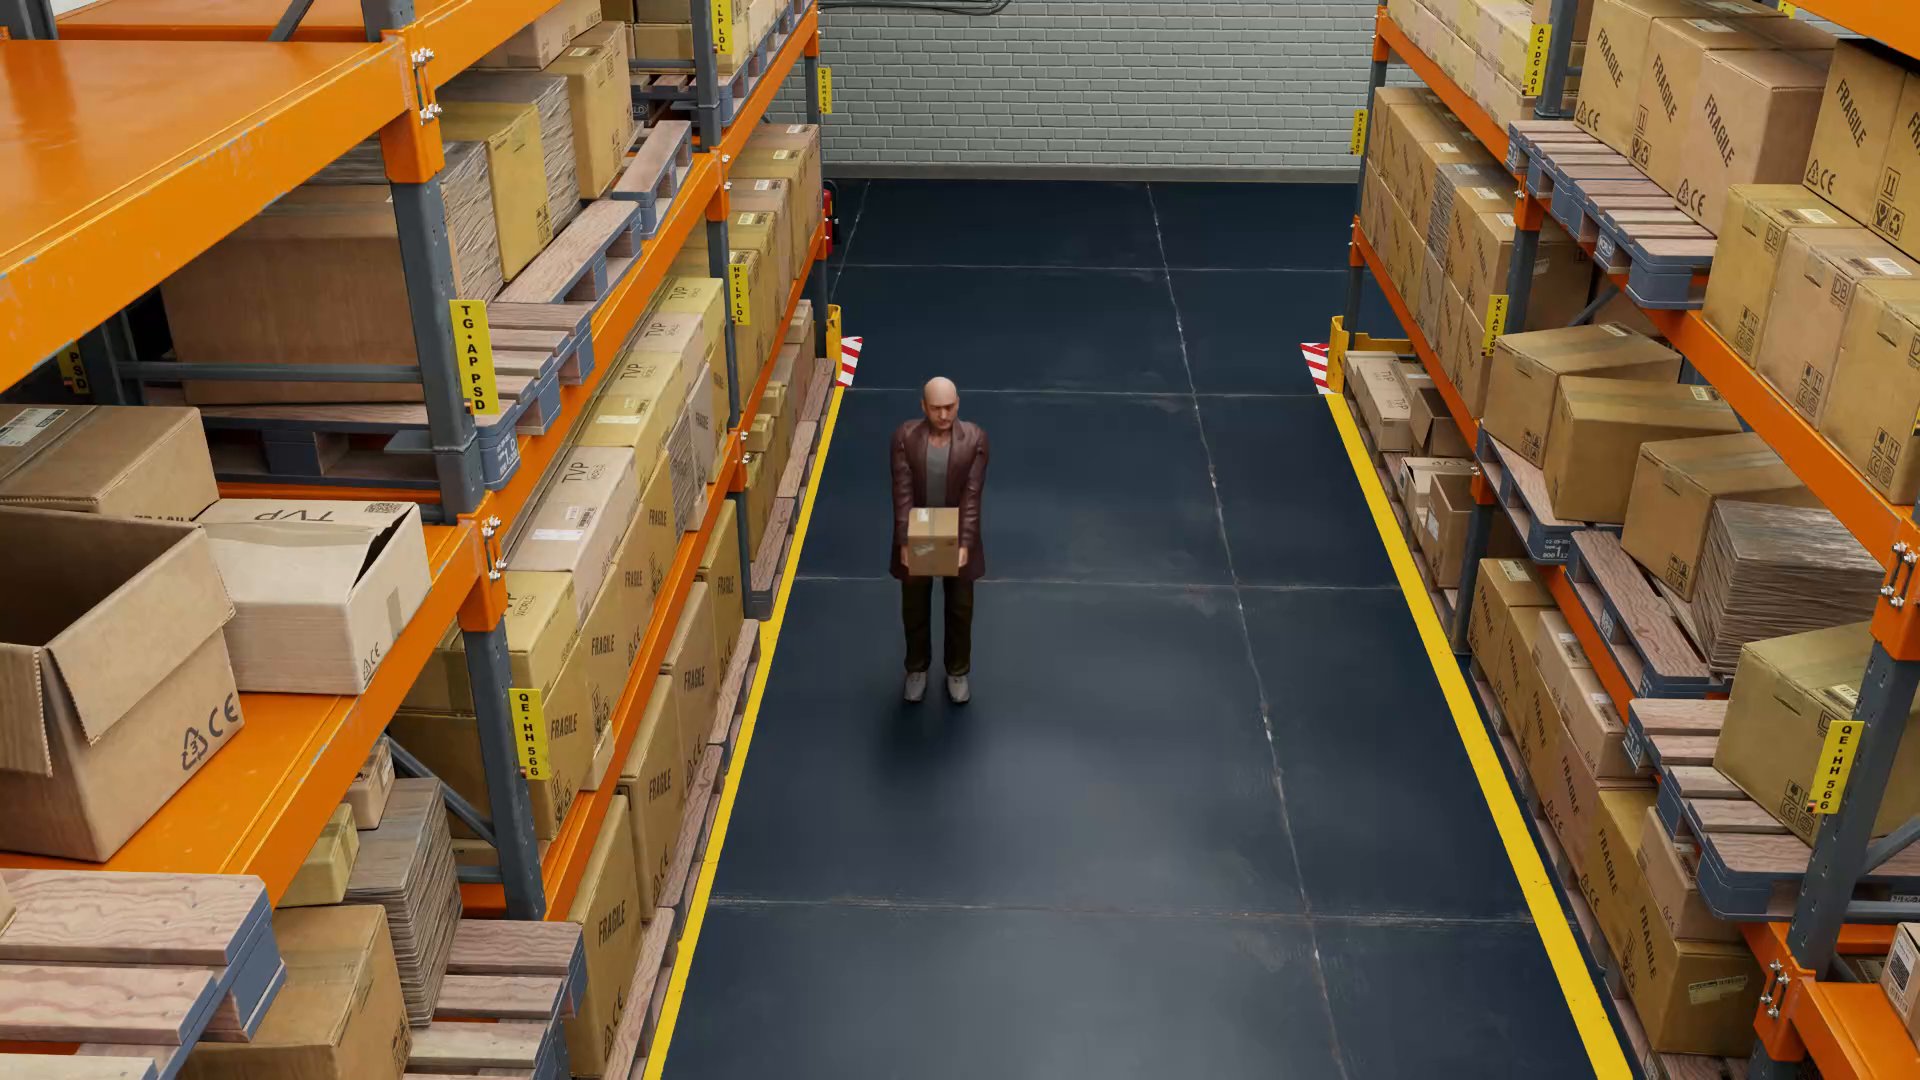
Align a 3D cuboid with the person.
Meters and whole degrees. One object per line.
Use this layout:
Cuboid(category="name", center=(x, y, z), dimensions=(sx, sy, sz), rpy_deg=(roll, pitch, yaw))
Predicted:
Cuboid(category="person", center=(-0.114, 0.023, 8.598), dimensions=(0.524, 1.779, 0.565), rpy_deg=(1, 28, 1))
